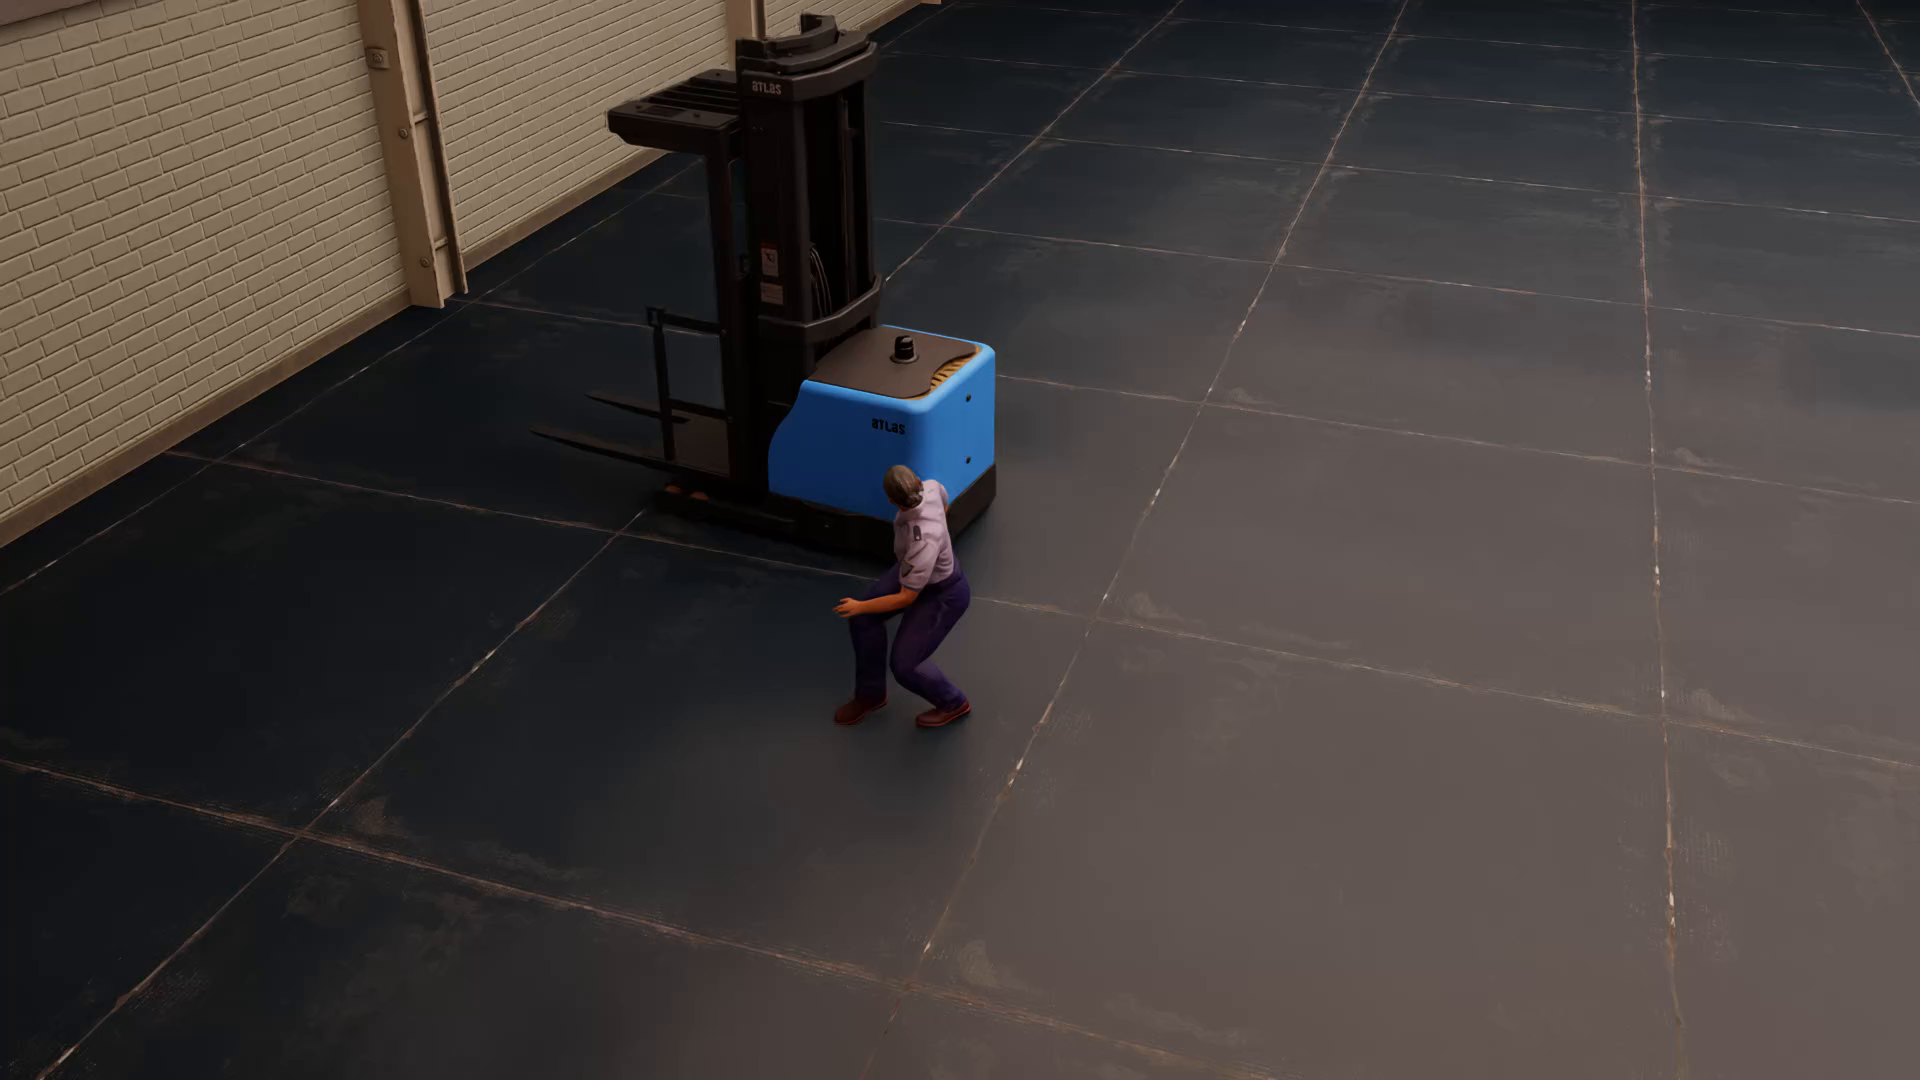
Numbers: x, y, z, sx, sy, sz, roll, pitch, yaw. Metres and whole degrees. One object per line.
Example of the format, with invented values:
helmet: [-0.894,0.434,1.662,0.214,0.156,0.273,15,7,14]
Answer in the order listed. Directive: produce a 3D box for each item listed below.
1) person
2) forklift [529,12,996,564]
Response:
person: [-0.306,0.234,8.232,0.729,1.473,0.703,-10,31,-17]
forklift: [-1.328,-1.622,9.982,3.031,2.935,1.130,14,32,23]
